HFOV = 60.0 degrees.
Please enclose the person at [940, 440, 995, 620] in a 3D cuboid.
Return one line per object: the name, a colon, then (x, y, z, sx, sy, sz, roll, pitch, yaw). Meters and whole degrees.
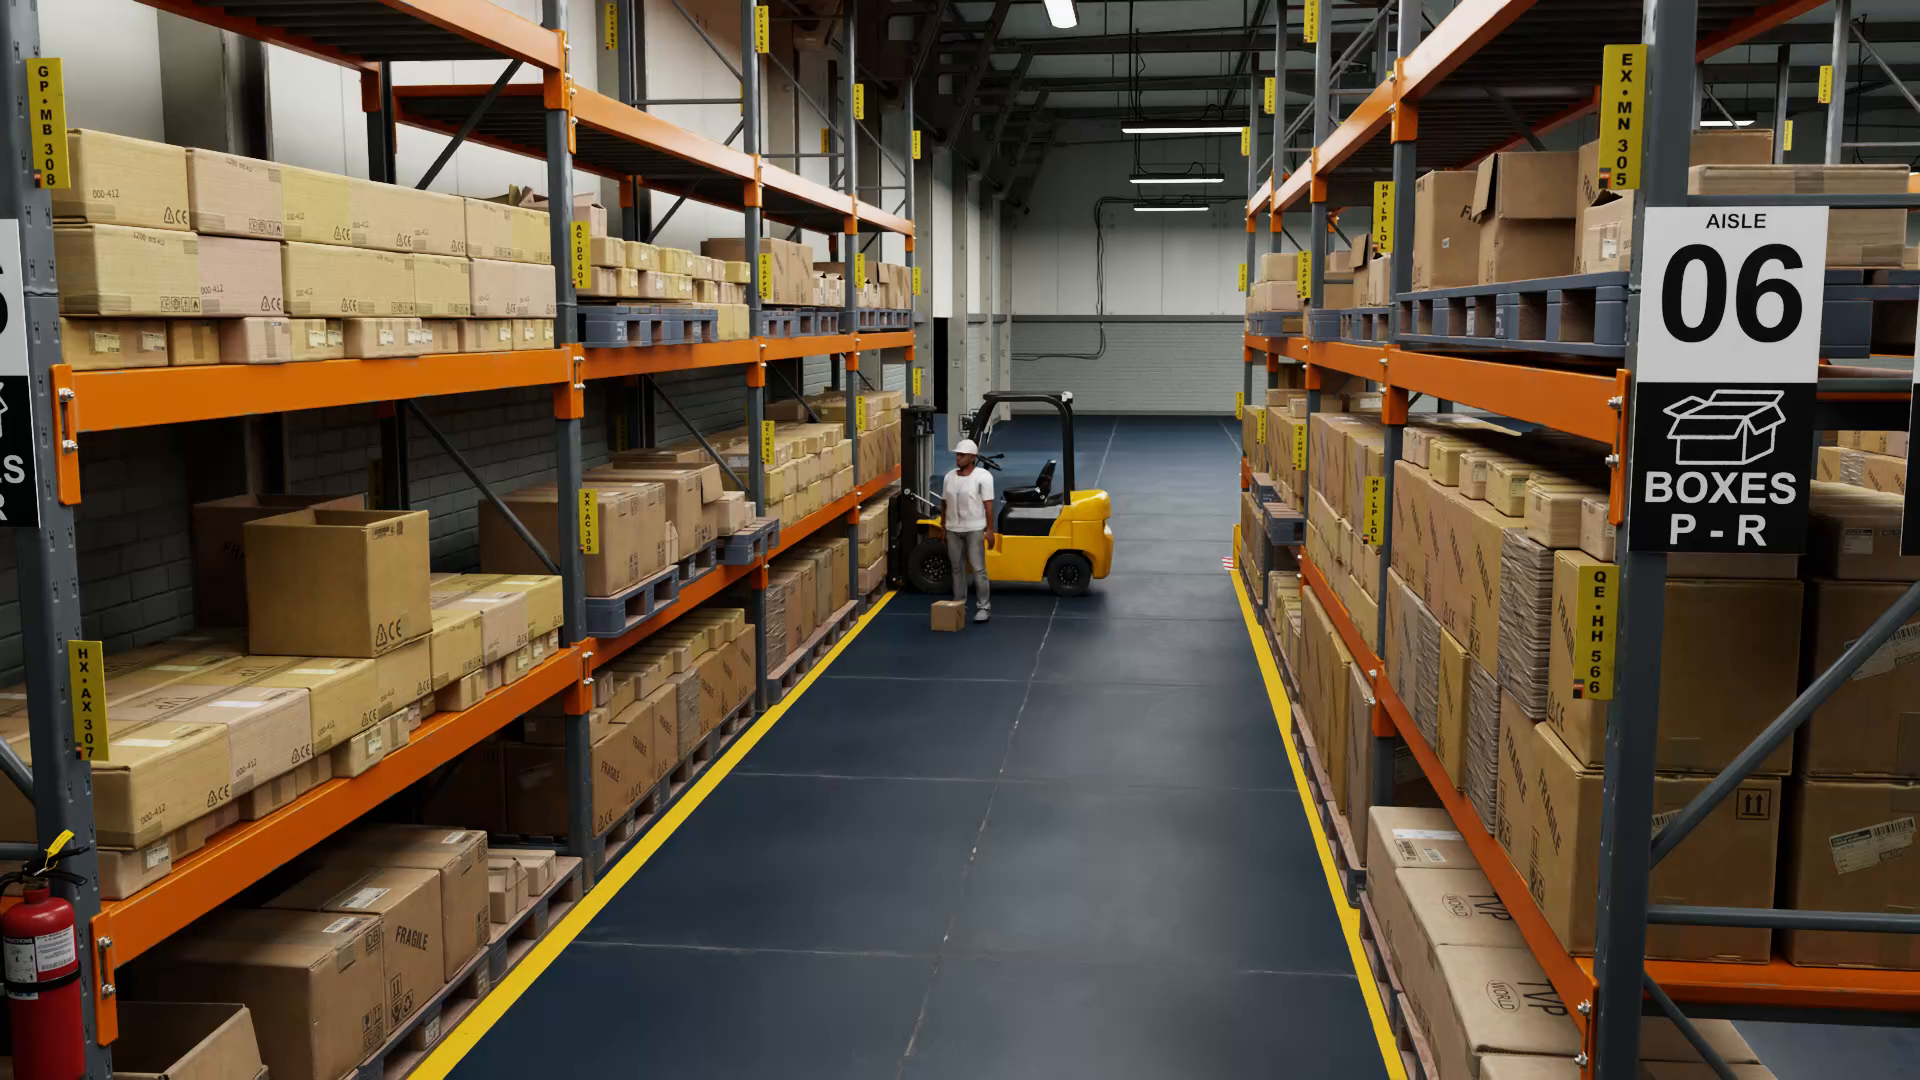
person: (0.063, -0.103, 16.329, 0.607, 1.765, 0.341, 4, 8, 27)
